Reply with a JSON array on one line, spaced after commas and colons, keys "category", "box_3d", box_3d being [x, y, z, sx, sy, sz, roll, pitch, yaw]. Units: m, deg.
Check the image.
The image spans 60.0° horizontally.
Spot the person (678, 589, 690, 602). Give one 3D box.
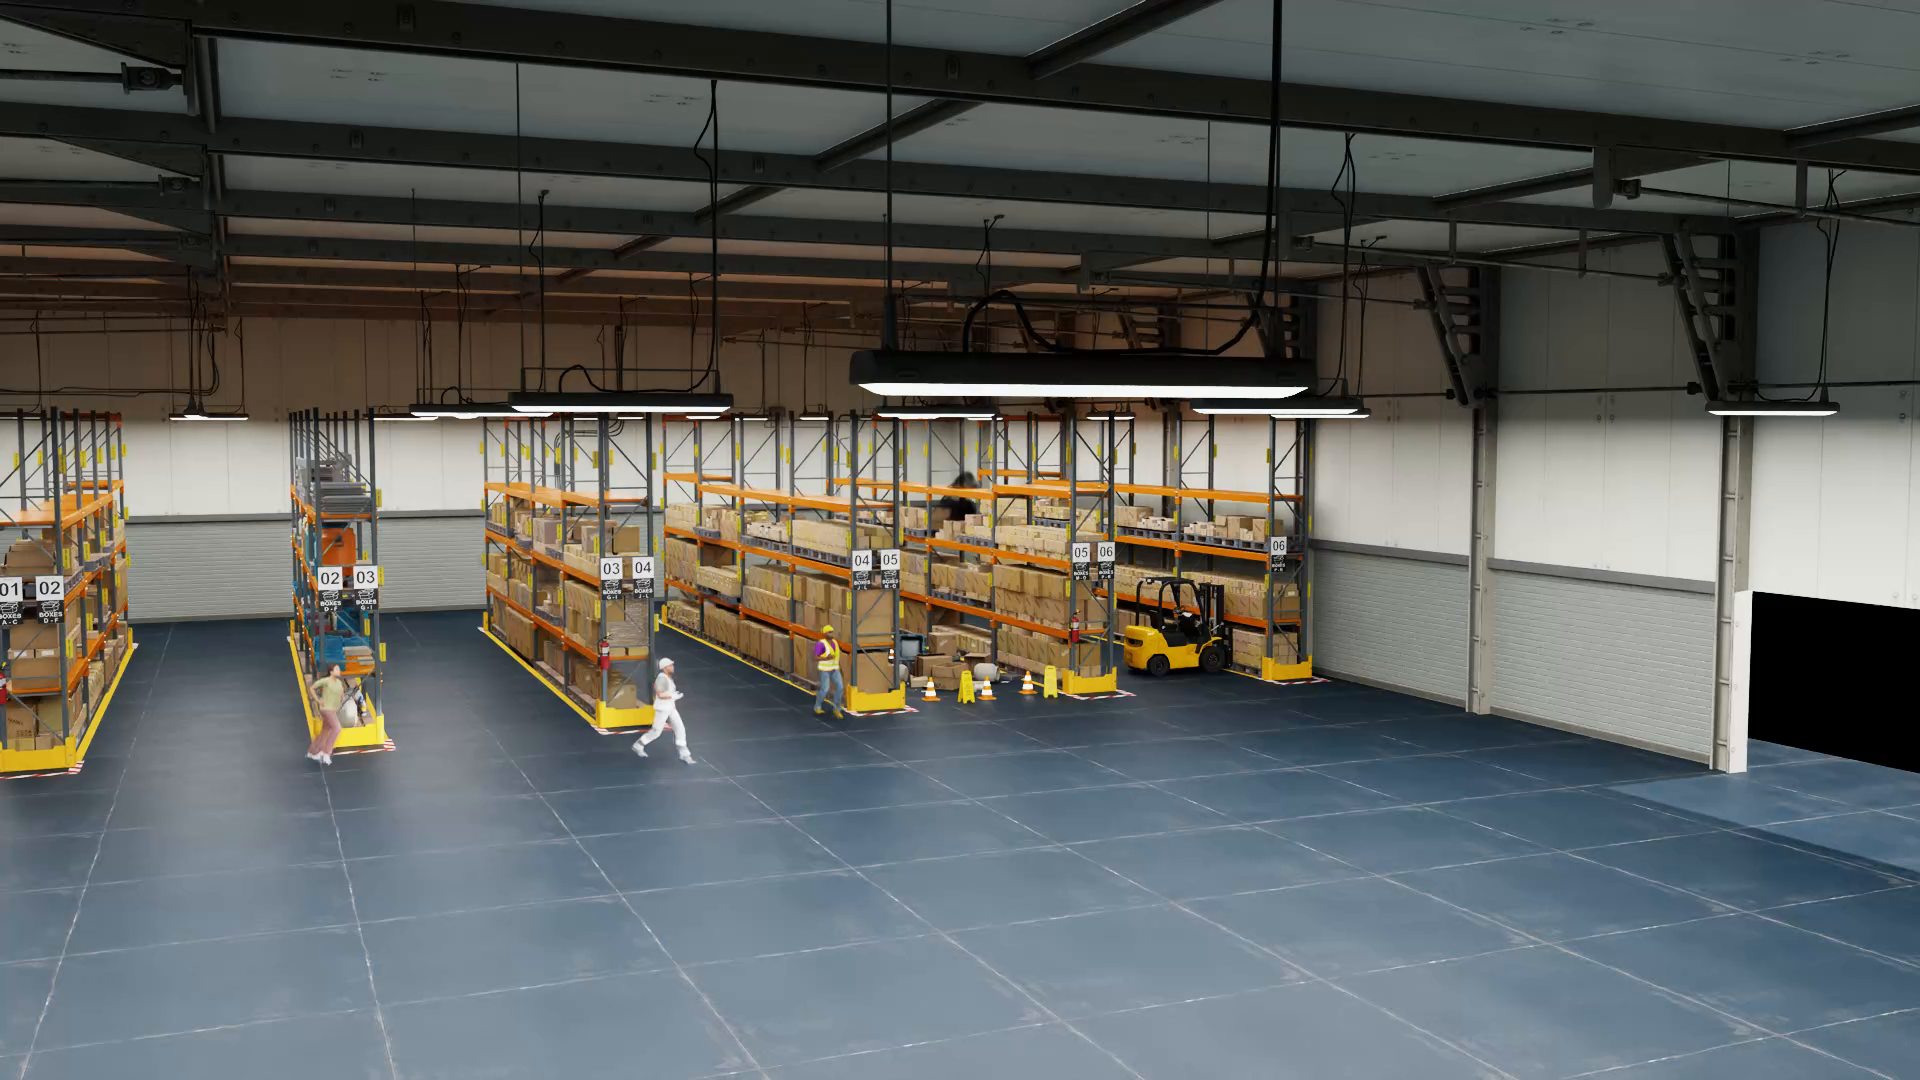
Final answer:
[{"category": "person", "box_3d": [-8.111, 1.441, 49.309, 0.598, 1.693, 0.701, -2, 4, -26]}]

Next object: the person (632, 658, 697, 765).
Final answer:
[{"category": "person", "box_3d": [-4.991, 2.885, 27.868, 1.088, 1.818, 0.621, 1, 4, 12]}]

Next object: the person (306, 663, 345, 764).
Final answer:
[{"category": "person", "box_3d": [-10.737, 2.930, 28.247, 0.640, 1.682, 0.609, 1, 4, 10]}]

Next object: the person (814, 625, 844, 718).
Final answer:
[{"category": "person", "box_3d": [-2.562, 2.584, 32.387, 0.694, 1.852, 0.670, -4, 6, -44]}]
